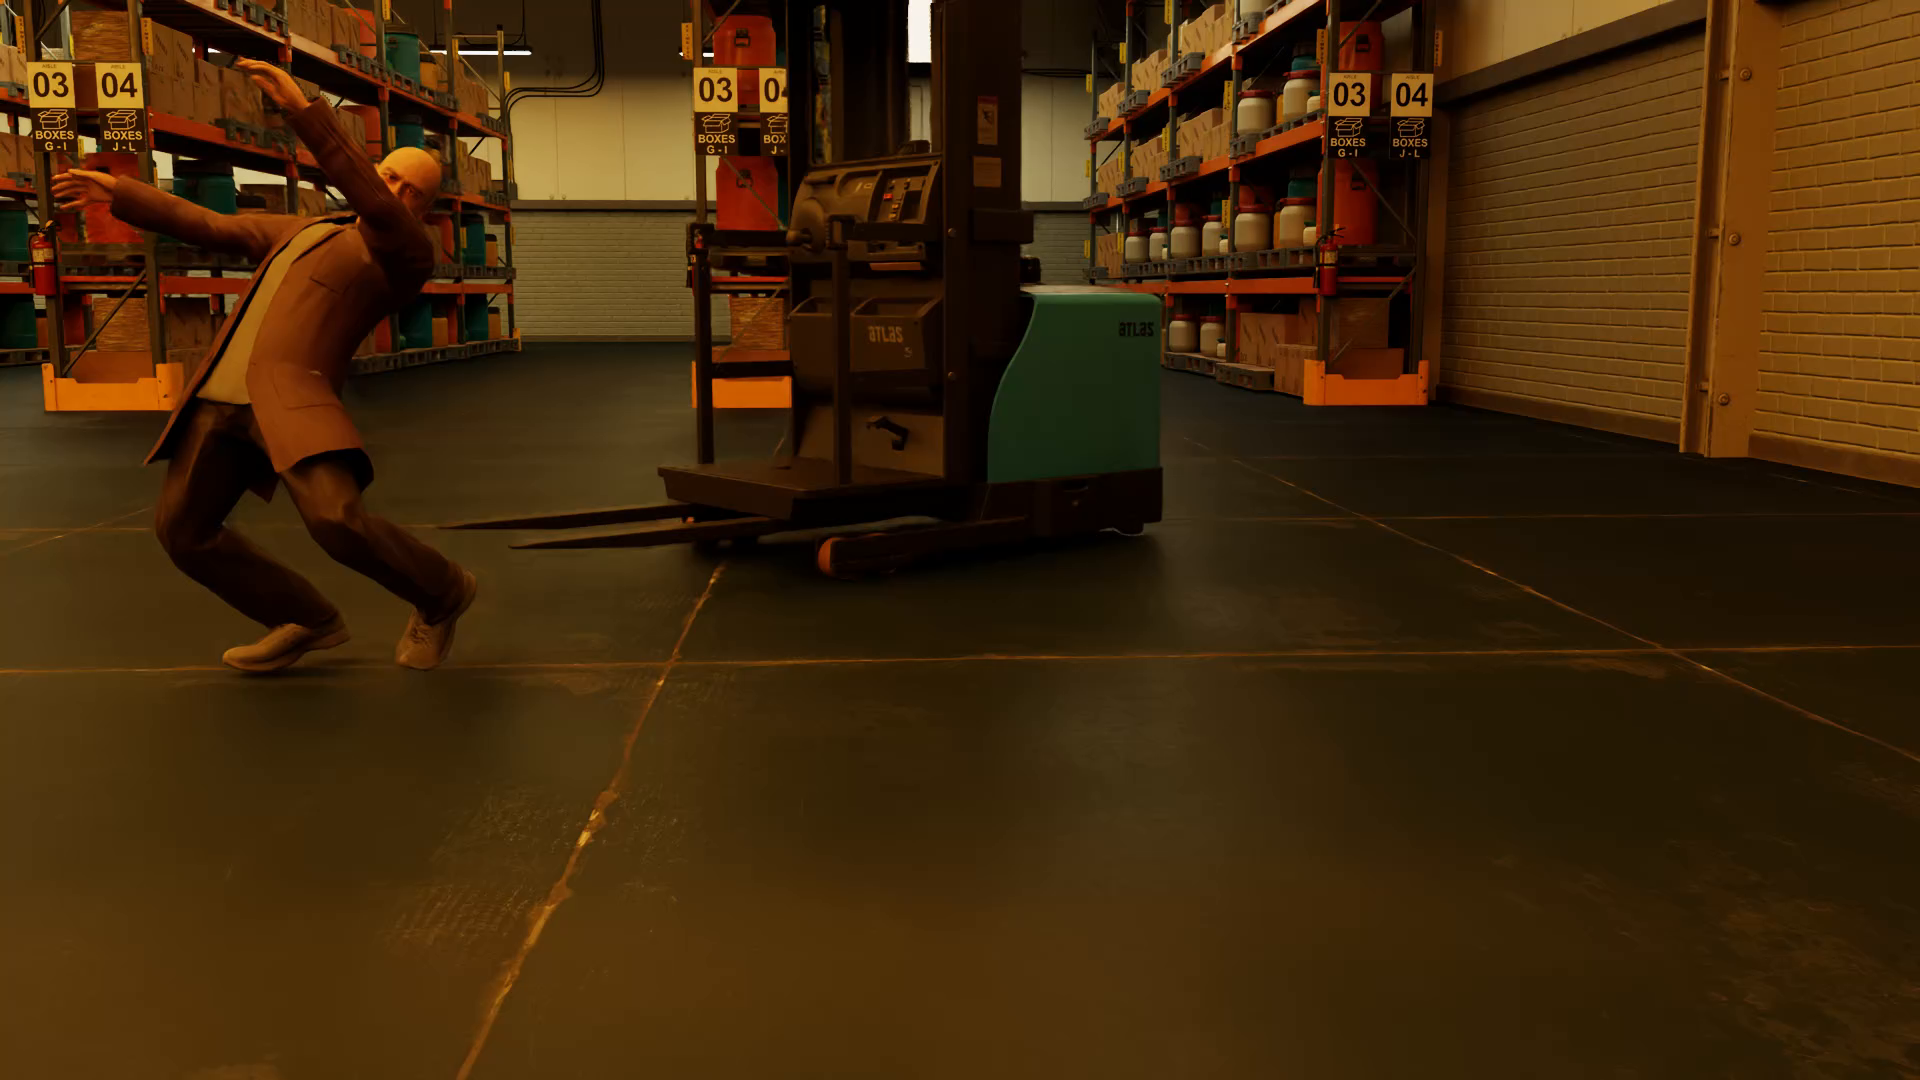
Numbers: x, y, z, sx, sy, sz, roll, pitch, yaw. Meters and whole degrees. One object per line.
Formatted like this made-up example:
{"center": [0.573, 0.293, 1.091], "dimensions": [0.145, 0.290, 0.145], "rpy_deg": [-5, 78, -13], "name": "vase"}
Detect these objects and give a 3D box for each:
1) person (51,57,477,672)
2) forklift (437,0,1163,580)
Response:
{"center": [-1.939, -0.451, 4.680], "dimensions": [1.085, 1.643, 0.708], "rpy_deg": [4, 9, 24], "name": "person"}
{"center": [-0.554, -1.385, 6.656], "dimensions": [3.031, 2.935, 1.130], "rpy_deg": [-7, 11, -39], "name": "forklift"}
